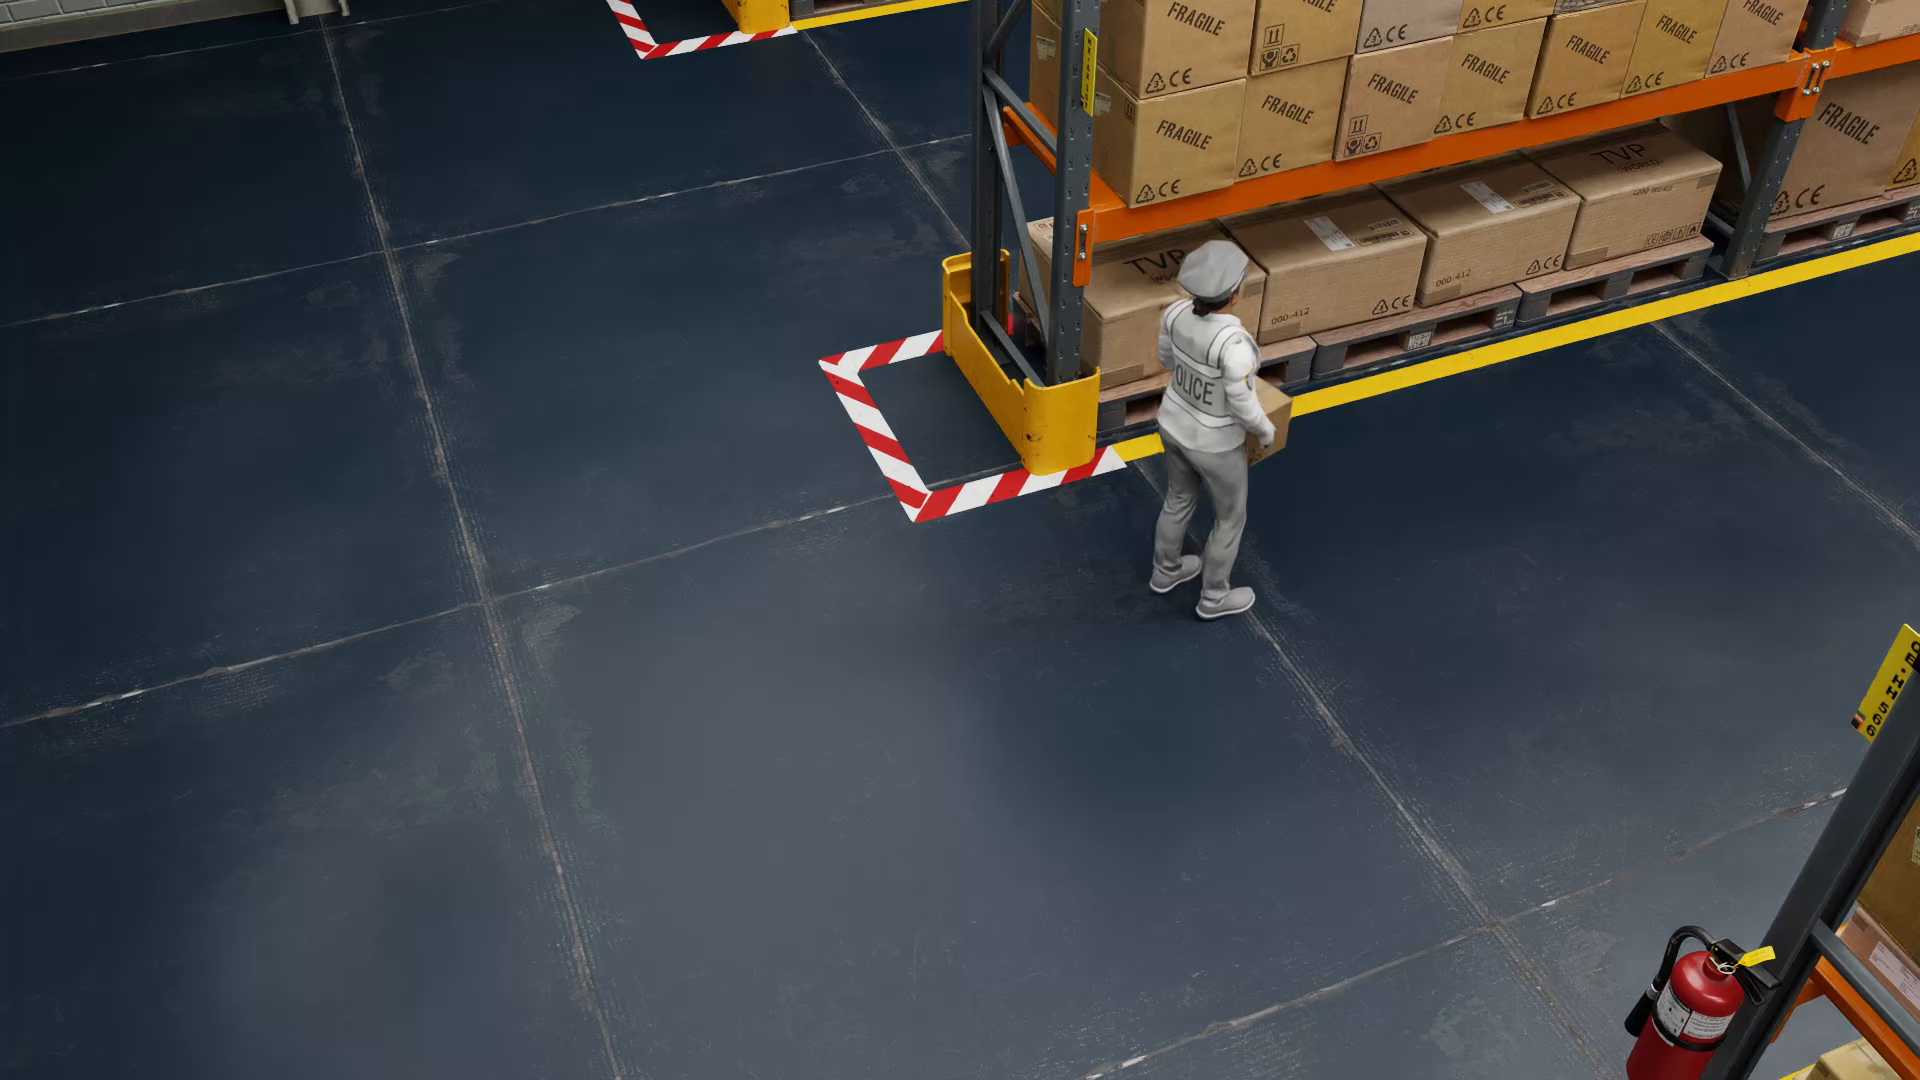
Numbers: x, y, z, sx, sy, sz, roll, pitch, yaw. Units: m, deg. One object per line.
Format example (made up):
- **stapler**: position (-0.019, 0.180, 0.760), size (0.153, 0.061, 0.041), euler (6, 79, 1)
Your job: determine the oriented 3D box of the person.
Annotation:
- **person**: position (1.003, -0.449, 6.644), size (0.404, 1.690, 0.563), euler (-26, 48, -26)
